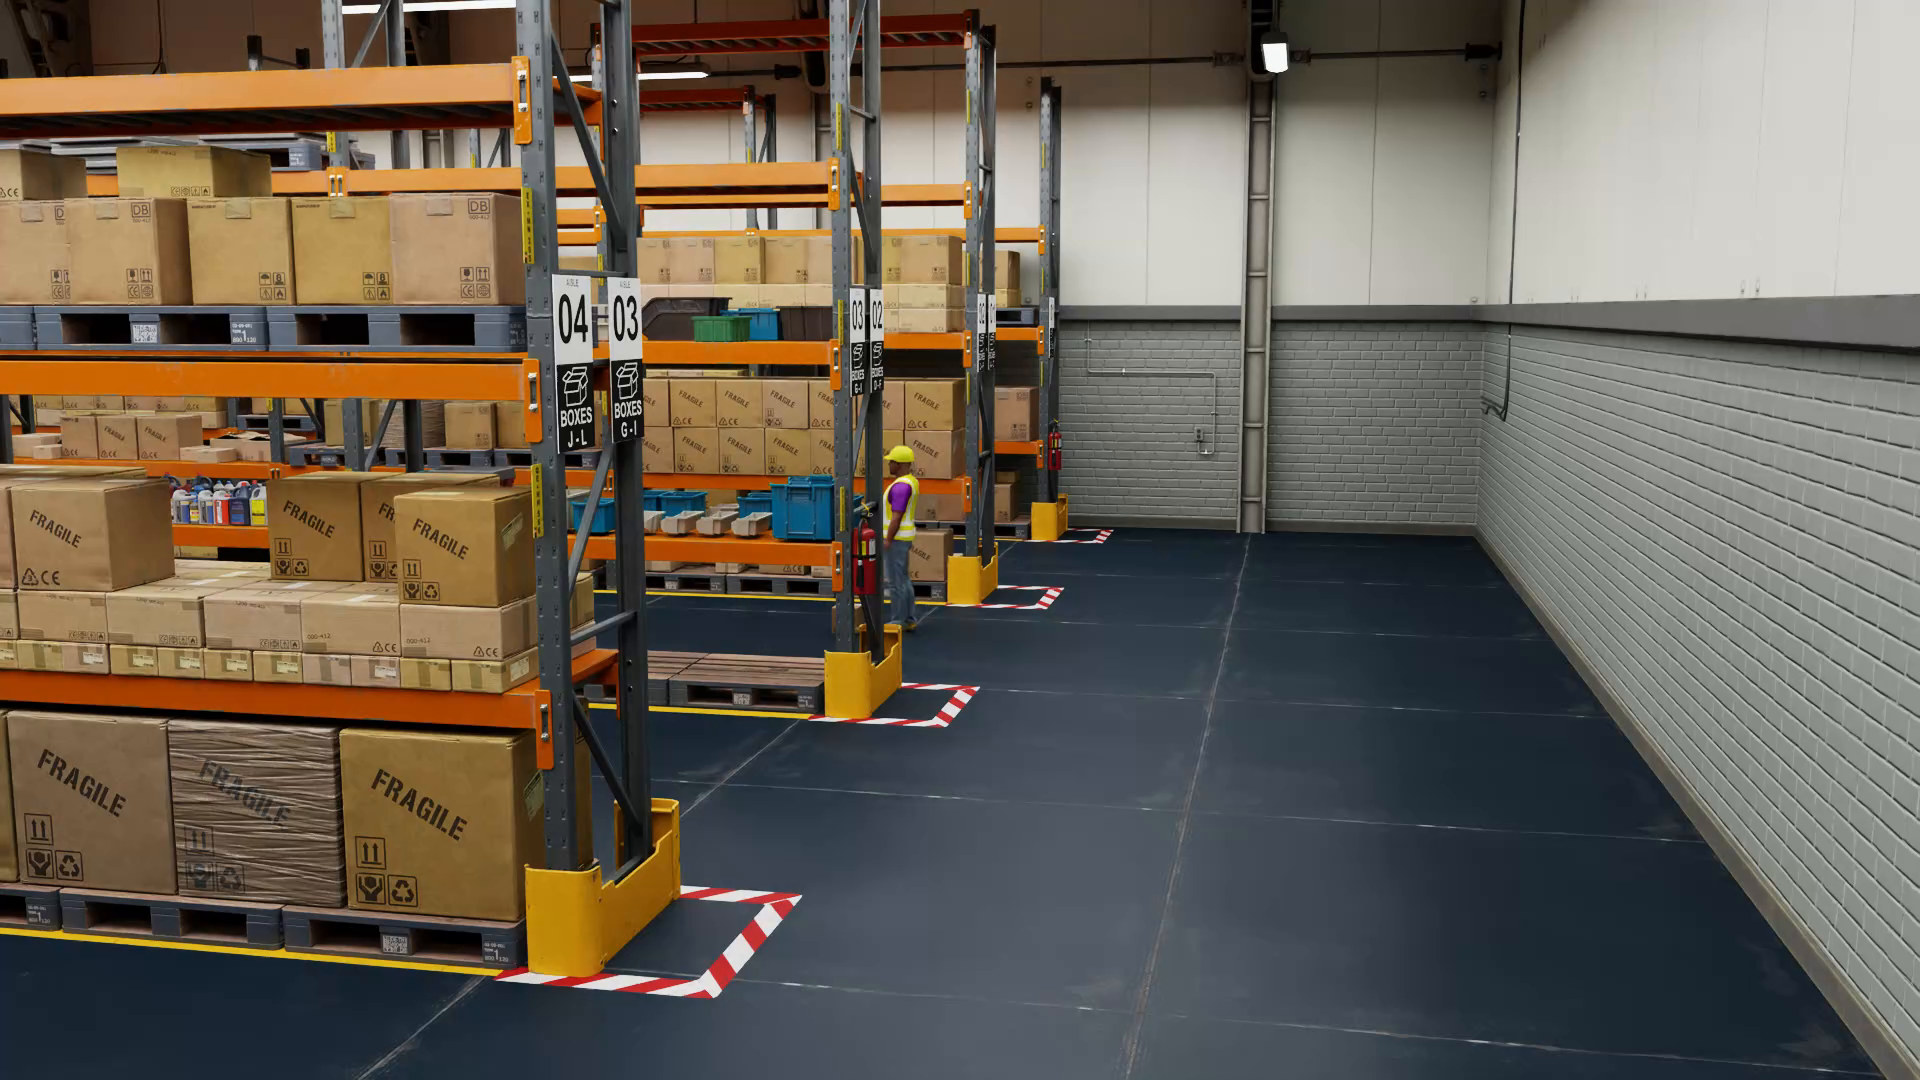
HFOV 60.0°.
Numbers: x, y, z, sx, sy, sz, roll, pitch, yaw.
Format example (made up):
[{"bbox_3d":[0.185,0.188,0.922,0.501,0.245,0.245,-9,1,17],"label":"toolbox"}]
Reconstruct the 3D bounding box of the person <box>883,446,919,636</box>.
[{"bbox_3d":[-0.598,0.016,15.627,0.403,1.804,0.631,1,8,6],"label":"person"}]
